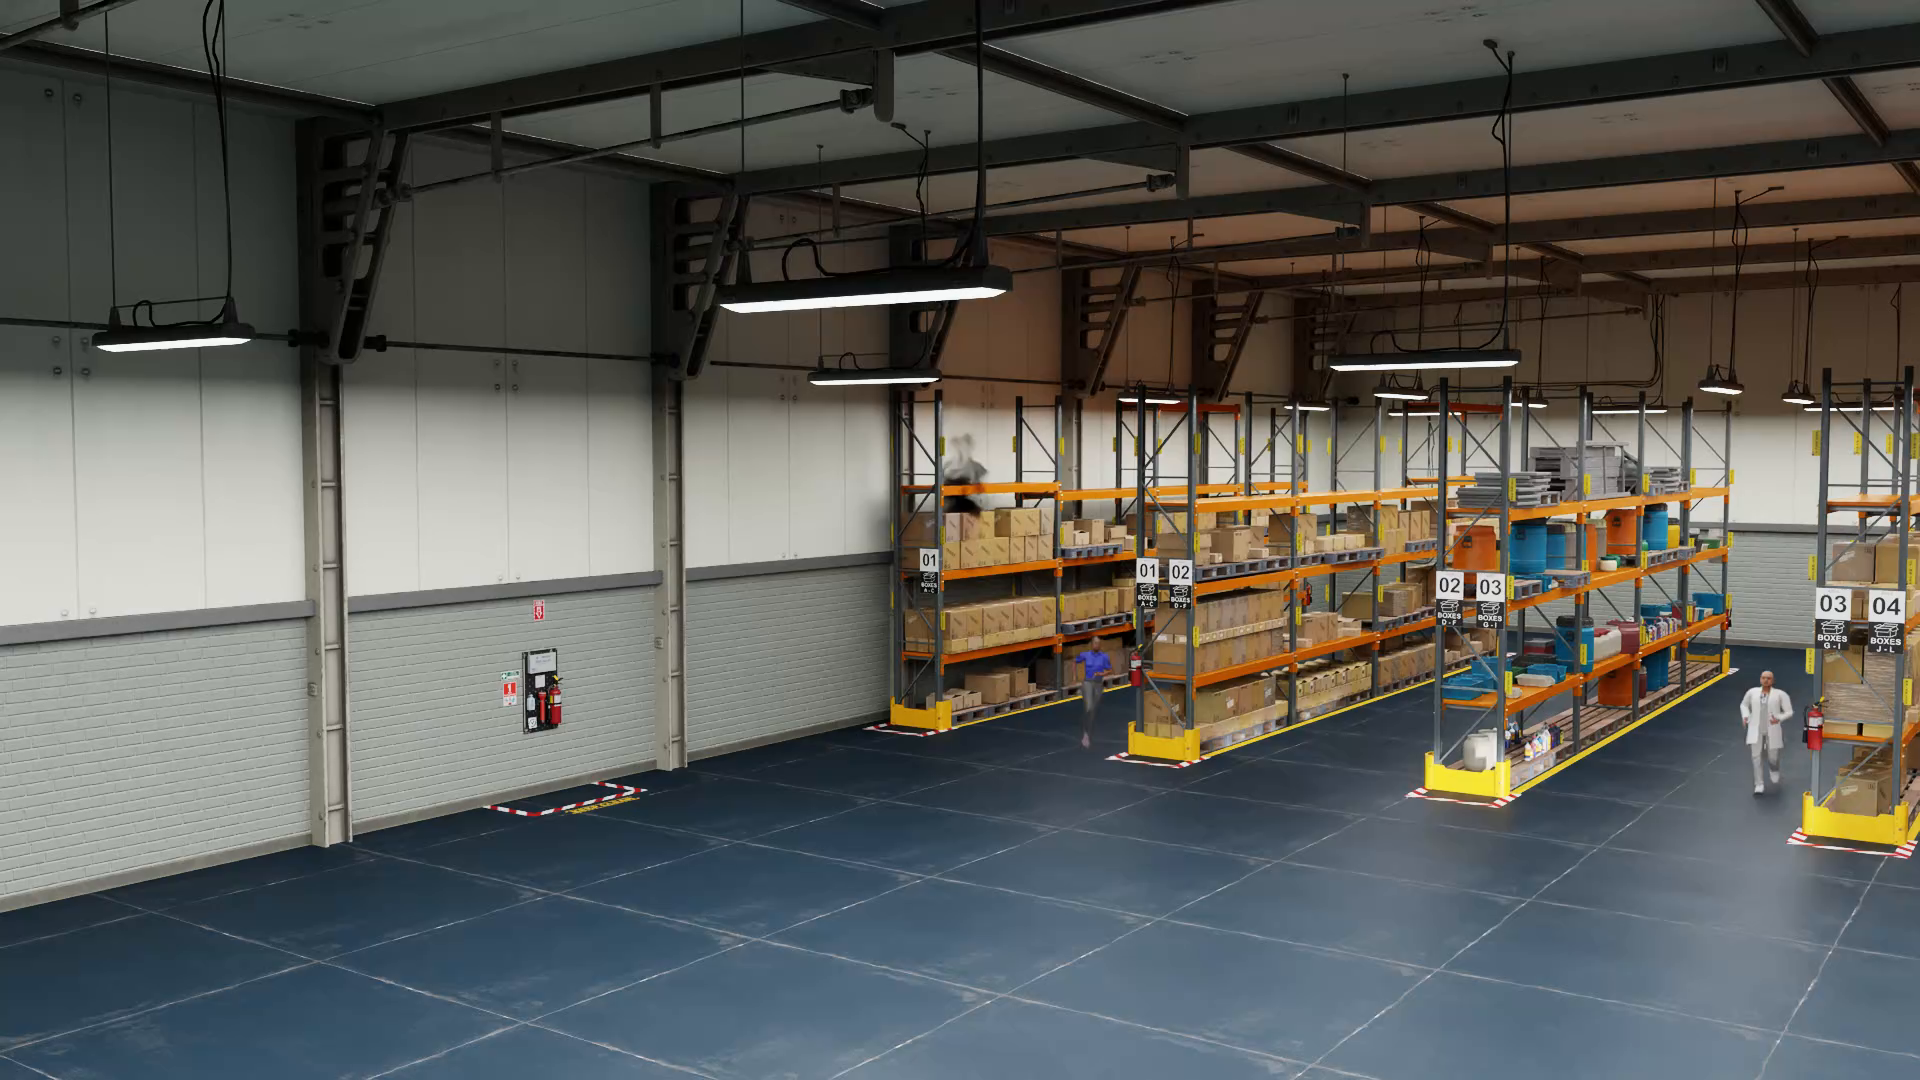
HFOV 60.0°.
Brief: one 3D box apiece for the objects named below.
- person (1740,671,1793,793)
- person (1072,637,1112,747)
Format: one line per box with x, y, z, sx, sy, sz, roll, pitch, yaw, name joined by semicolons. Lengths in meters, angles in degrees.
11.698;2.771;24.171;0.716;1.736;0.835;2;4;34;person
2.124;2.413;26.712;0.600;1.730;0.623;-1;3;-11;person
